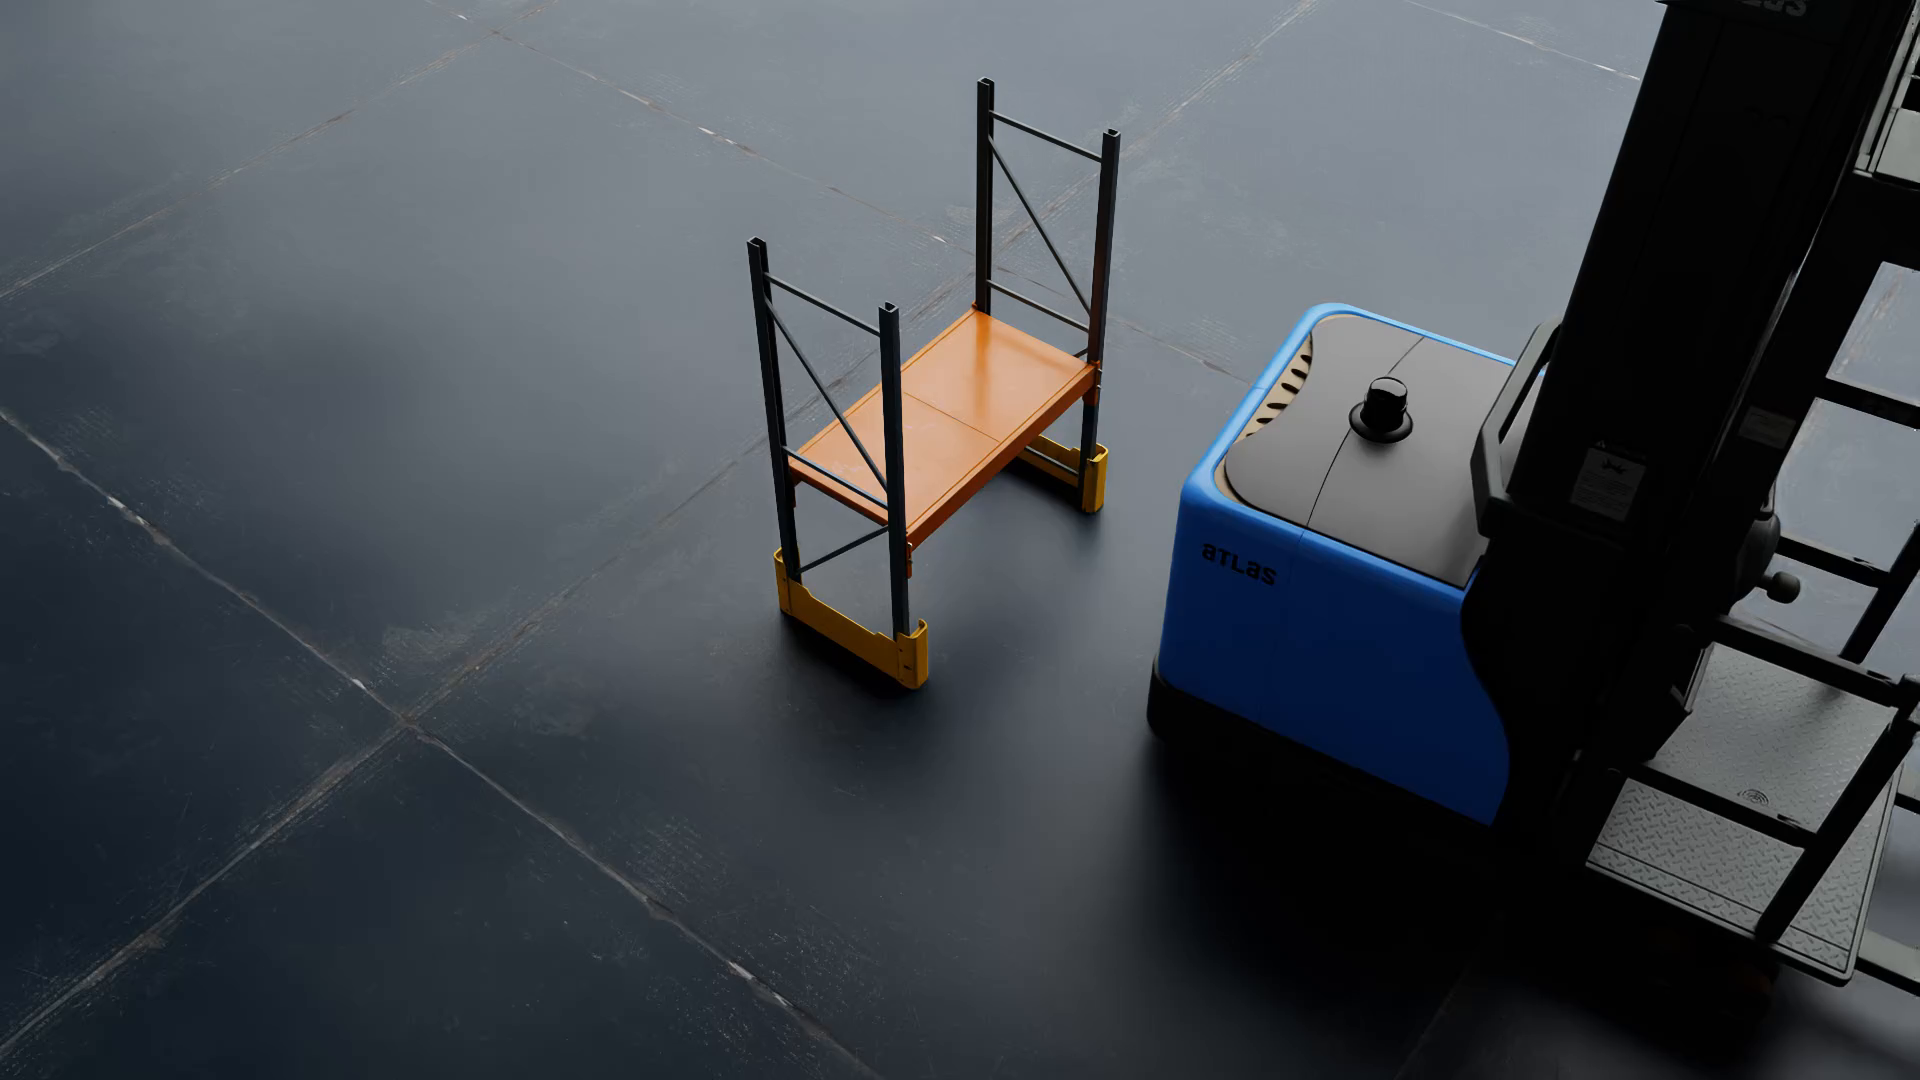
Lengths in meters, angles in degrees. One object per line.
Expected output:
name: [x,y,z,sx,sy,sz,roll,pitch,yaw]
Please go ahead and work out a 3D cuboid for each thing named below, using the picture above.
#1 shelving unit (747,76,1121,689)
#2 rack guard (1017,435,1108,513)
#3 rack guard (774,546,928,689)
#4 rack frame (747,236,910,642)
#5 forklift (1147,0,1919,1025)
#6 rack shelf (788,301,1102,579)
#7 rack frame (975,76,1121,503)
shelving unit: [-0.047,-0.474,5.166,0.587,1.500,1.083,29,53,25]
rack guard: [0.258,-0.328,5.890,0.587,0.250,0.087,29,53,25]
rack guard: [-0.351,0.242,5.346,0.587,0.250,0.087,29,53,25]
rack frame: [-0.363,-0.178,4.883,0.500,1.500,0.032,29,53,25]
forklift: [2.108,-0.161,3.877,3.031,2.935,1.130,23,51,21]
rack shelf: [-0.052,-0.345,5.291,0.538,0.185,1.000,29,53,25]
rack frame: [0.259,-0.760,5.439,0.500,1.500,0.032,29,53,25]
